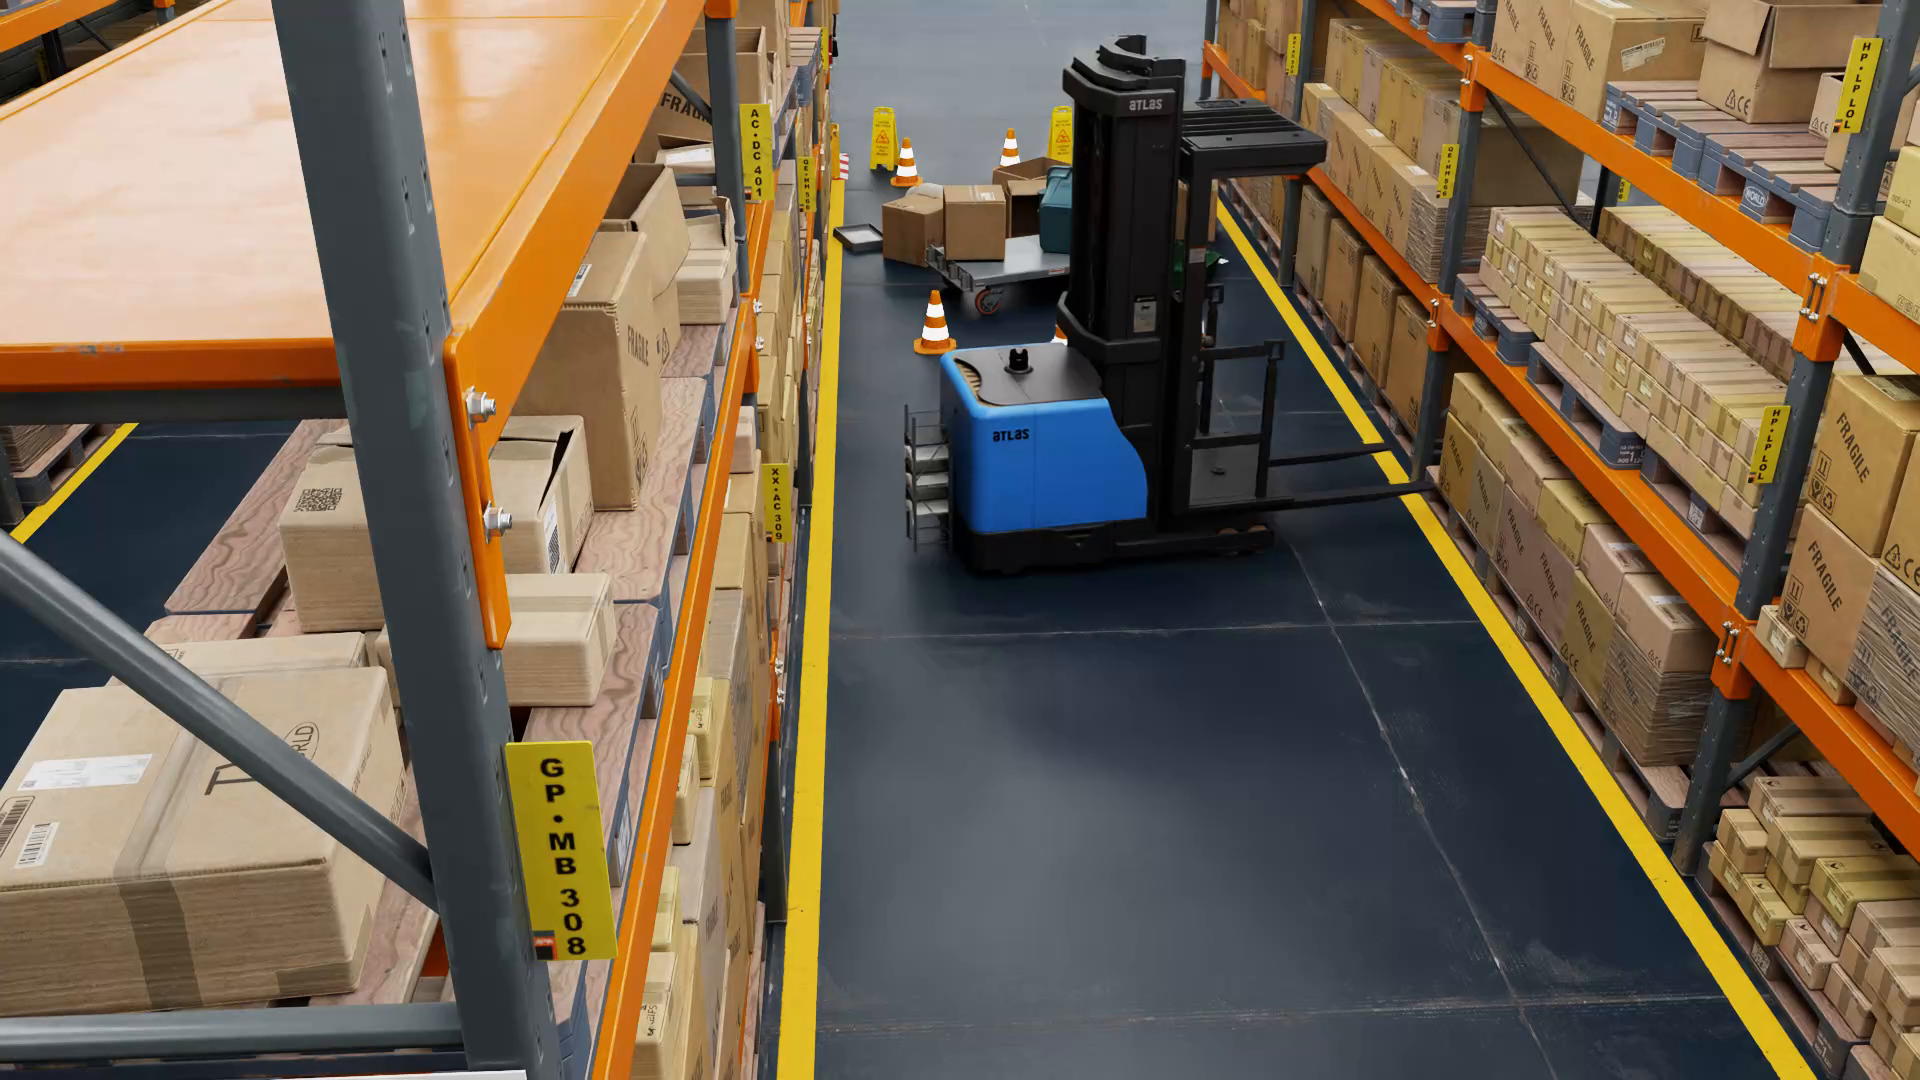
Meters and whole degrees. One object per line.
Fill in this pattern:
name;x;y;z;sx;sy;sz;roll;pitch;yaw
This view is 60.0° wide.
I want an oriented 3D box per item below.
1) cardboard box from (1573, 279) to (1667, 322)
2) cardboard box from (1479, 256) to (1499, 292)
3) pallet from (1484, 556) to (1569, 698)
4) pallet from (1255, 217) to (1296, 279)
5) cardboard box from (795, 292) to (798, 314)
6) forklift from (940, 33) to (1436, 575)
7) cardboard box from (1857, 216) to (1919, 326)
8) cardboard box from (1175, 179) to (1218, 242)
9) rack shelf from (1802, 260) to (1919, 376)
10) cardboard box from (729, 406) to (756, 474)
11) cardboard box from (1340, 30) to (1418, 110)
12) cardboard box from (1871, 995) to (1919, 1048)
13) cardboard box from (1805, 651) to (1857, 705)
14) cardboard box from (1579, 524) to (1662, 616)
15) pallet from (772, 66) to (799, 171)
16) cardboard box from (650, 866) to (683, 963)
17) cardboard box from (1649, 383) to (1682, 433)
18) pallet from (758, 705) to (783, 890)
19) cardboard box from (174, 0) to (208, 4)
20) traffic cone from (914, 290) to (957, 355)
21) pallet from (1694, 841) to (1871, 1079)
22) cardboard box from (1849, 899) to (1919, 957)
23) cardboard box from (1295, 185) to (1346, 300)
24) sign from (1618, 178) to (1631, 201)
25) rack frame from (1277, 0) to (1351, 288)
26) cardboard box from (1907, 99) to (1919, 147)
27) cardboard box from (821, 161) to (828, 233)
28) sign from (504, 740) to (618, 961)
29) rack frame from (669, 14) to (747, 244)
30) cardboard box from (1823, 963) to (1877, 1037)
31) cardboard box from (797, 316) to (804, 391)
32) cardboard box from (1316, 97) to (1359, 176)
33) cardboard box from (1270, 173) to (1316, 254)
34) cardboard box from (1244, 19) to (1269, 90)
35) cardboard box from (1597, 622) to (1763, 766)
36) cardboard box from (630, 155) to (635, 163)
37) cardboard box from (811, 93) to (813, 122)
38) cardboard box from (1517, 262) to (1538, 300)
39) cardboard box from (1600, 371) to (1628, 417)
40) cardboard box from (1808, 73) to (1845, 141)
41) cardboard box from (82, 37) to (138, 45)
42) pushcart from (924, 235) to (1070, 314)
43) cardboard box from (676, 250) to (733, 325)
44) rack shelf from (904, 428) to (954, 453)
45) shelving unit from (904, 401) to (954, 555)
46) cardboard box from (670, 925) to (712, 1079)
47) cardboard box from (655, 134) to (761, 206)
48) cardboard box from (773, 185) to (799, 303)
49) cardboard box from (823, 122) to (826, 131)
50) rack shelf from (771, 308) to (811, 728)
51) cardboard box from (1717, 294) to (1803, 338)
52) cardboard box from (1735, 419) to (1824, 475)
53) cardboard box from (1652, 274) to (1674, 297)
cardboard box;3.389;-1.231;8.542;0.380;0.149;0.250;-1;28;-1
cardboard box;3.310;-1.581;9.856;0.380;0.149;0.250;-2;28;-3
pallet;3.588;0.441;9.175;1.003;0.211;1.213;-1;28;-3
pallet;3.317;-2.682;15.164;1.003;0.211;1.213;-1;28;-3
cardboard box;-1.141;-1.253;9.030;0.500;0.250;0.500;-2;28;-4
forklift;1.434;-1.434;9.830;3.031;2.935;1.130;-6;28;-11
cardboard box;3.457;-0.914;5.677;0.500;0.250;0.500;0;28;0
cardboard box;2.173;-3.150;15.746;0.500;0.500;0.500;3;28;6
rack shelf;3.801;0.042;4.460;1.077;0.370;4.000;-1;28;-3
cardboard box;-0.907;-0.345;5.778;0.380;0.149;0.250;-2;28;-4
cardboard box;3.340;-3.586;12.693;0.700;0.500;0.500;-2;28;-3
cardboard box;3.550;1.729;5.998;0.380;0.149;0.250;0;28;0
cardboard box;3.472;0.497;6.325;0.380;0.149;0.250;-1;28;-1
cardboard box;3.392;0.143;8.169;0.500;0.250;0.500;0;28;0
pallet;-1.302;-1.986;7.774;1.003;0.211;1.213;0;28;0
cardboard box;-0.790;0.834;3.517;0.380;0.149;0.250;-2;28;-4
cardboard box;3.435;-0.619;7.689;0.380;0.149;0.250;-2;28;-4
pallet;-1.357;1.177;7.764;1.003;0.211;1.213;-1;28;-3
cardboard box;-7.061;-4.826;15.127;0.380;0.149;0.250;-2;28;-4
traffic cone;-0.196;-1.735;13.077;0.336;0.463;0.334;-1;28;-3
pallet;3.767;1.675;6.810;1.003;0.211;1.213;-1;28;-3
cardboard box;3.562;1.472;6.170;0.380;0.149;0.250;-2;28;-4
cardboard box;3.401;-2.469;13.720;1.050;0.750;0.750;-2;28;-3
sign;4.029;-2.214;10.084;0.100;0.325;0.005;-1;28;-3
rack frame;3.279;-3.565;13.842;1.000;3.000;0.127;-1;28;-3
cardboard box;3.470;-1.392;5.623;0.380;0.149;0.250;-2;28;-4
cardboard box;-1.420;-2.978;14.424;0.500;0.500;0.500;0;28;0
sign;-0.478;0.379;2.004;0.100;0.325;0.005;-1;28;-3
rack frame;-1.241;-2.364;5.052;1.000;3.000;0.127;-1;28;-3
cardboard box;3.537;1.735;6.308;0.380;0.149;0.250;-2;28;-4
cardboard box;-1.122;-1.022;9.129;0.500;0.250;0.500;-1;28;-2
cardboard box;3.065;-3.127;12.894;0.500;0.500;0.500;-1;28;-2
cardboard box;3.316;-3.101;14.796;0.875;0.875;0.875;-1;28;-2
cardboard box;3.158;-4.550;15.568;0.875;0.550;0.500;-1;28;-3
cardboard box;3.406;0.716;7.883;0.500;0.500;0.500;-2;28;-4
cardboard box;-1.497;-1.583;6.440;0.500;0.311;0.500;-1;28;-3
cardboard box;-1.406;-3.554;12.936;0.500;0.500;0.500;-2;28;-4
cardboard box;3.346;-1.448;9.279;0.380;0.149;0.250;-2;28;-4
cardboard box;3.407;-0.726;8.215;0.380;0.149;0.250;0;28;0
cardboard box;3.860;-1.759;6.777;0.500;0.311;0.500;-2;28;-3
cardboard box;-6.906;-3.998;13.541;0.380;0.149;0.250;-2;28;-4
pushcart;0.615;-2.314;14.280;1.648;0.377;0.936;-11;30;-20
cardboard box;-0.875;-0.744;4.899;0.380;0.149;0.250;-1;28;-1
rack shelf;-0.187;-0.581;9.878;0.258;0.077;0.200;-6;28;-12
shelving unit;-0.187;-0.371;9.988;0.258;0.900;0.210;-6;28;-12
cardboard box;-0.807;1.188;3.539;0.500;0.500;0.500;-2;28;-4
cardboard box;-0.918;-1.401;6.139;0.396;0.266;0.258;-2;28;-3
cardboard box;-1.127;-1.570;8.828;0.500;0.500;0.500;-1;28;-2
cardboard box;-1.413;-3.686;15.080;0.380;0.149;0.250;0;28;0
rack shelf;-1.346;-0.309;8.377;1.077;0.370;4.000;-1;28;-3
cardboard box;4.049;-1.124;8.335;0.380;0.149;0.250;-1;28;-1
cardboard box;3.481;-0.390;6.928;0.380;0.149;0.250;0;28;0
cardboard box;4.013;-1.347;9.085;0.380;0.149;0.250;-1;28;-3
